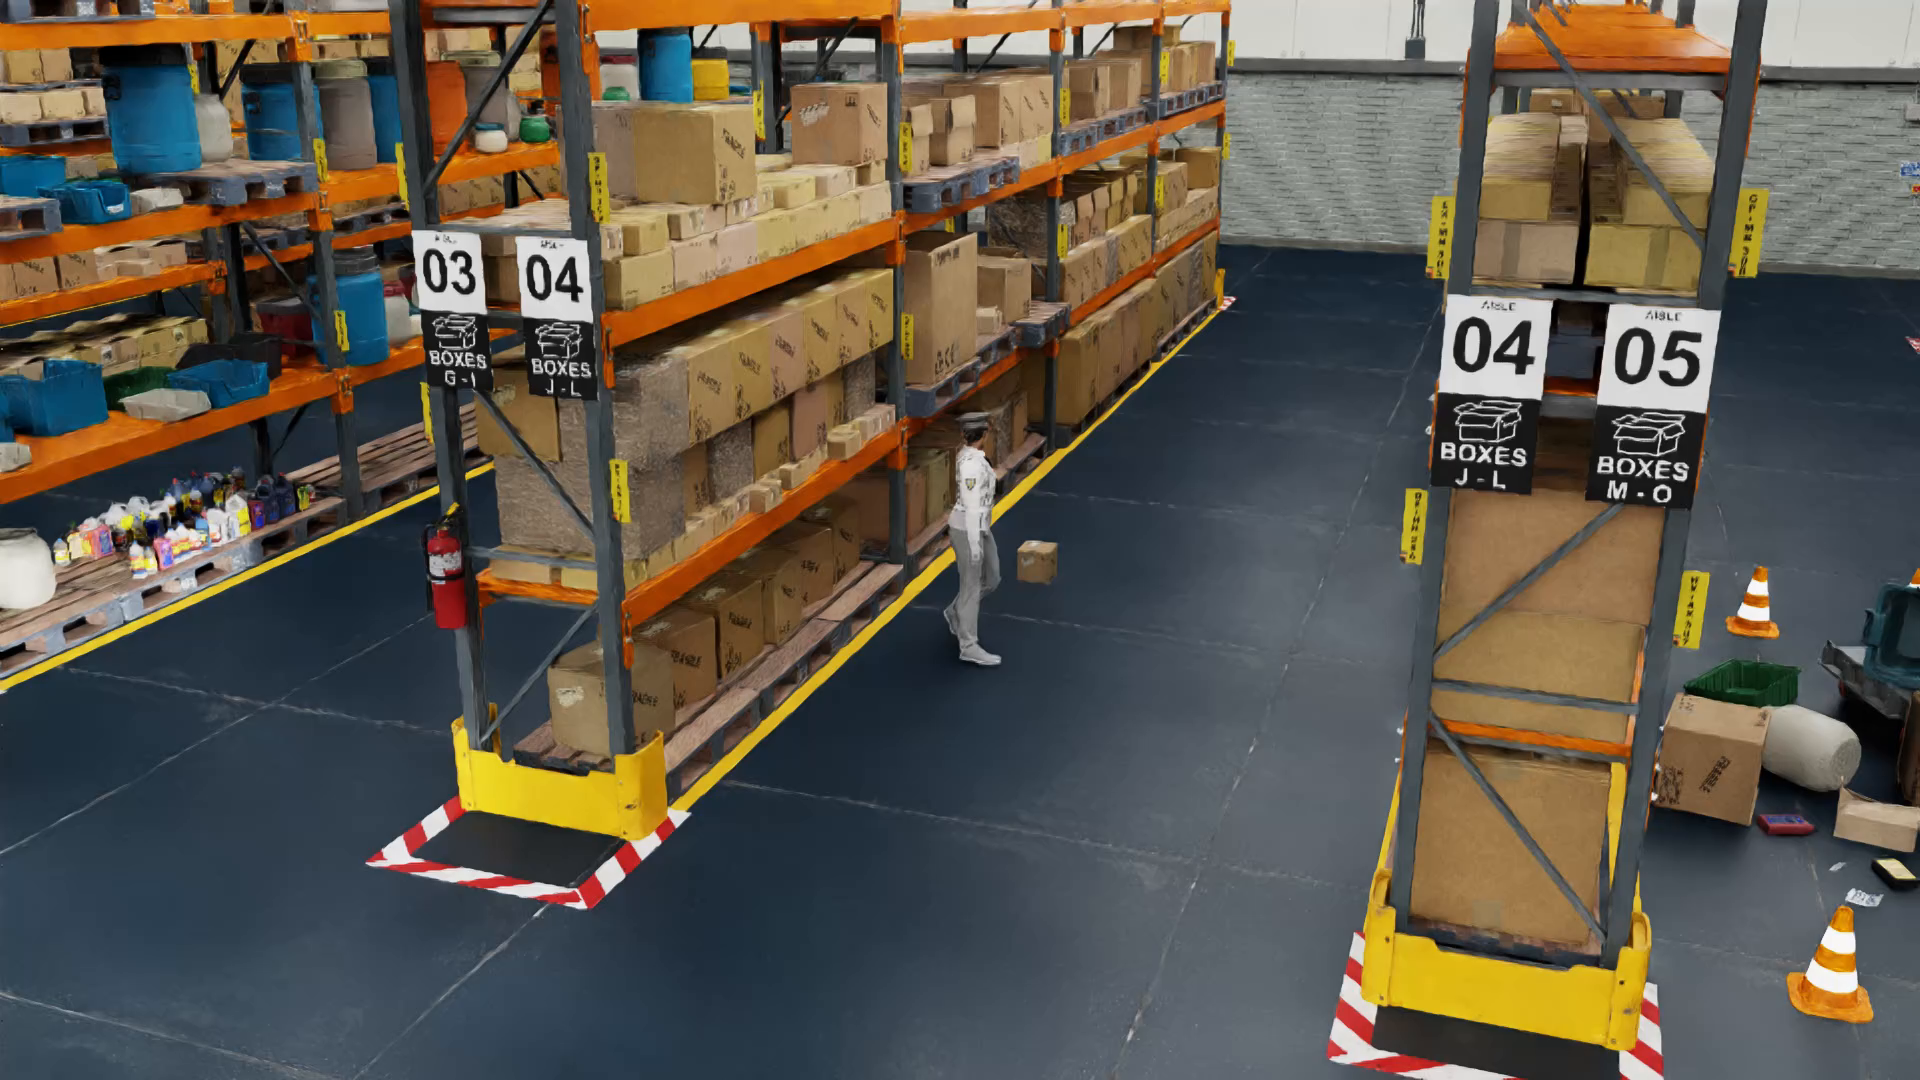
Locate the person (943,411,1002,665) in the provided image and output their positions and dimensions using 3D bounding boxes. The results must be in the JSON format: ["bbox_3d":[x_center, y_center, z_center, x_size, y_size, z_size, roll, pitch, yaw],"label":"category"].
[{"bbox_3d":[0.092,-0.030,11.183,0.460,1.640,0.617,3,19,9],"label":"person"}]
